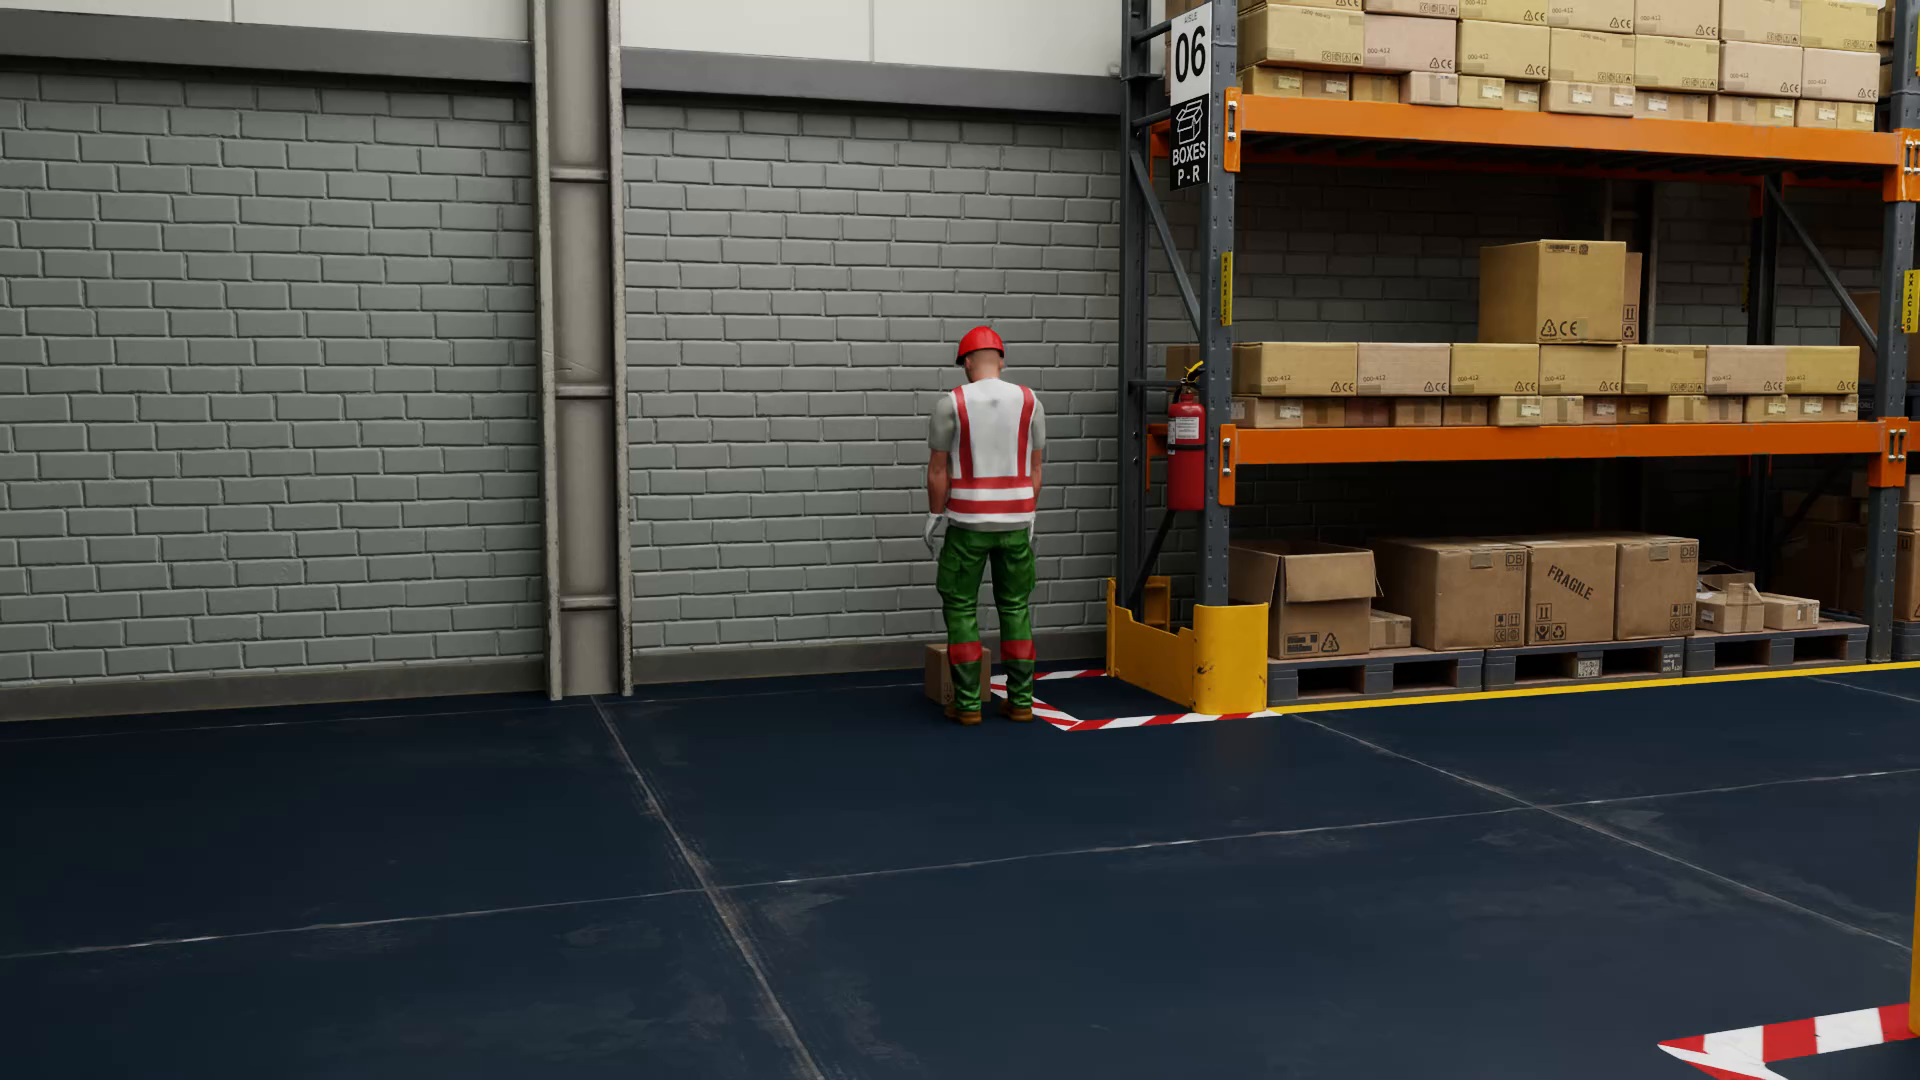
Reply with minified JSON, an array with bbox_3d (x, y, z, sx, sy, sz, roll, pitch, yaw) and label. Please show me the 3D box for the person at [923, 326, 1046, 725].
[{"bbox_3d":[0.106,-0.069,7.451,0.533,1.766,0.388,-2,6,-15],"label":"person"}]
